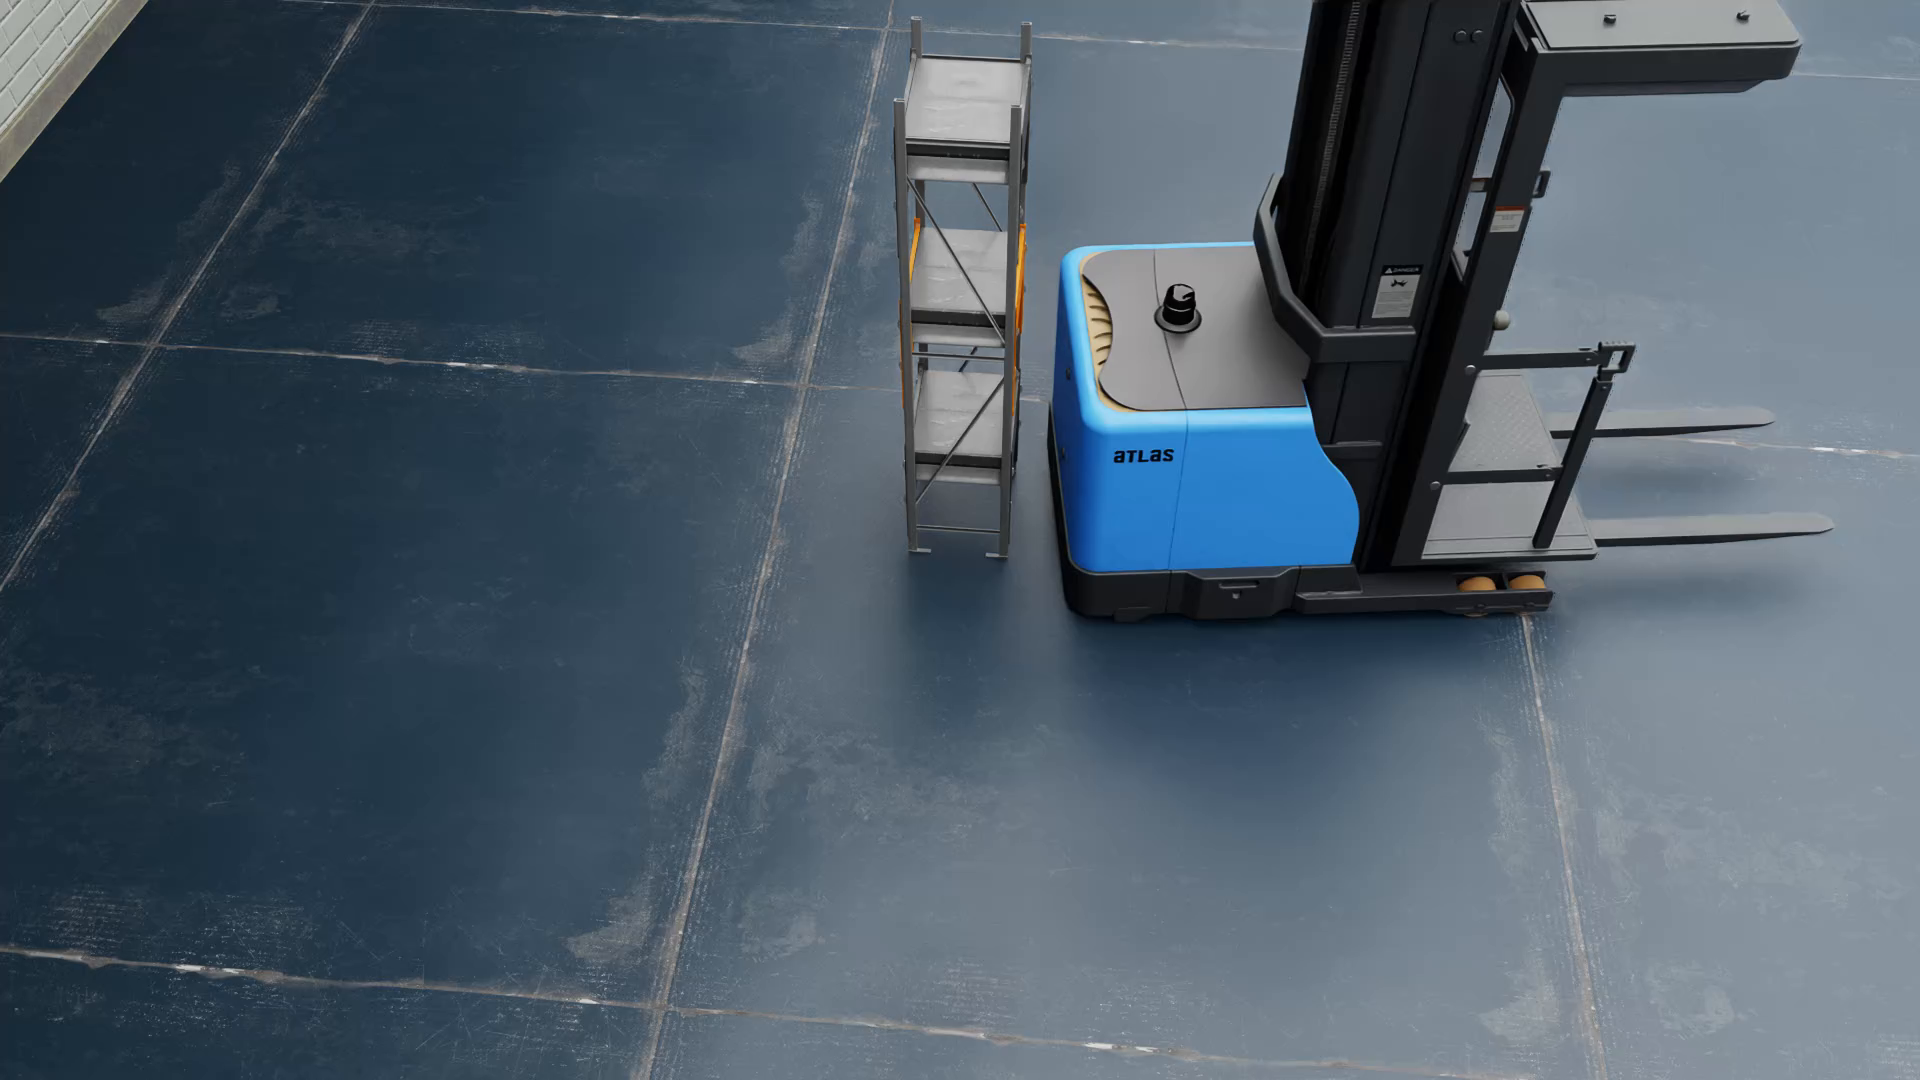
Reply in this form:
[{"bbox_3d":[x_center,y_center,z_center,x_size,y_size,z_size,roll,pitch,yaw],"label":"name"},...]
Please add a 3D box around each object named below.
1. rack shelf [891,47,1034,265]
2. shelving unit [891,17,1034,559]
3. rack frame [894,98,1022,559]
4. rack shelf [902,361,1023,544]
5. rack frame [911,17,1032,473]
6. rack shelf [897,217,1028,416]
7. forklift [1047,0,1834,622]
[{"bbox_3d":[0.015,-1.294,5.606,0.431,0.518,0.480,4,48,4],"label":"rack shelf"},{"bbox_3d":[0.015,-0.830,6.112,0.431,2.100,0.503,4,48,4],"label":"shelving unit"},{"bbox_3d":[-0.007,-0.651,5.948,0.400,2.100,0.015,4,48,4],"label":"rack frame"},{"bbox_3d":[0.015,-0.349,6.639,0.431,0.518,0.480,4,48,4],"label":"rack shelf"},{"bbox_3d":[0.037,-1.010,6.276,0.400,2.100,0.015,4,48,4],"label":"rack frame"},{"bbox_3d":[0.015,-0.821,6.122,0.431,0.518,0.480,4,48,4],"label":"rack shelf"},{"bbox_3d":[1.902,-1.081,5.779,3.031,2.935,1.130,-2,48,-2],"label":"forklift"}]
